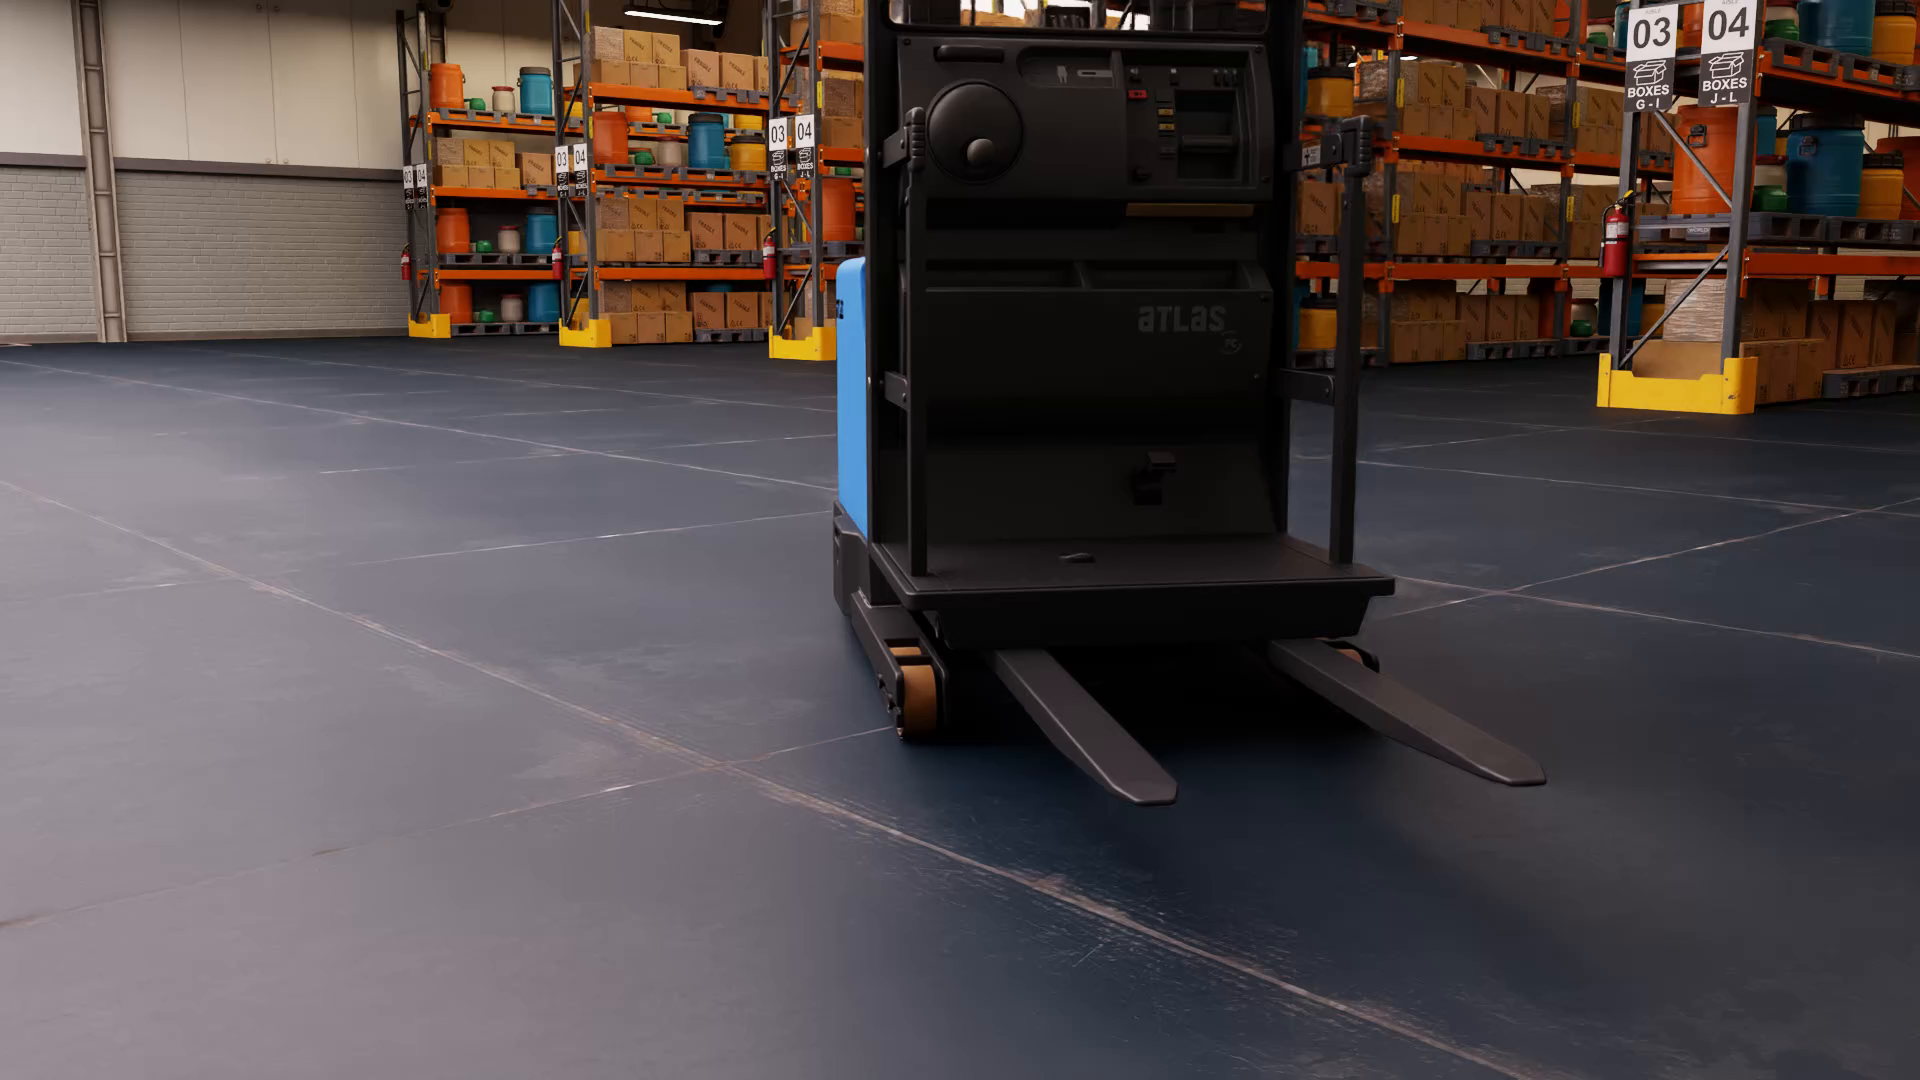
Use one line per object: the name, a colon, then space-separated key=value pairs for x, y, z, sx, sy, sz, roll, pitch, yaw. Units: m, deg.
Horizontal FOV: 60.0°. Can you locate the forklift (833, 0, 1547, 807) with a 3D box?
forklift: x=0.348 y=-1.067 z=3.853 sx=1.130 sy=2.935 sz=3.031 roll=-1 pitch=9 yaw=-9
